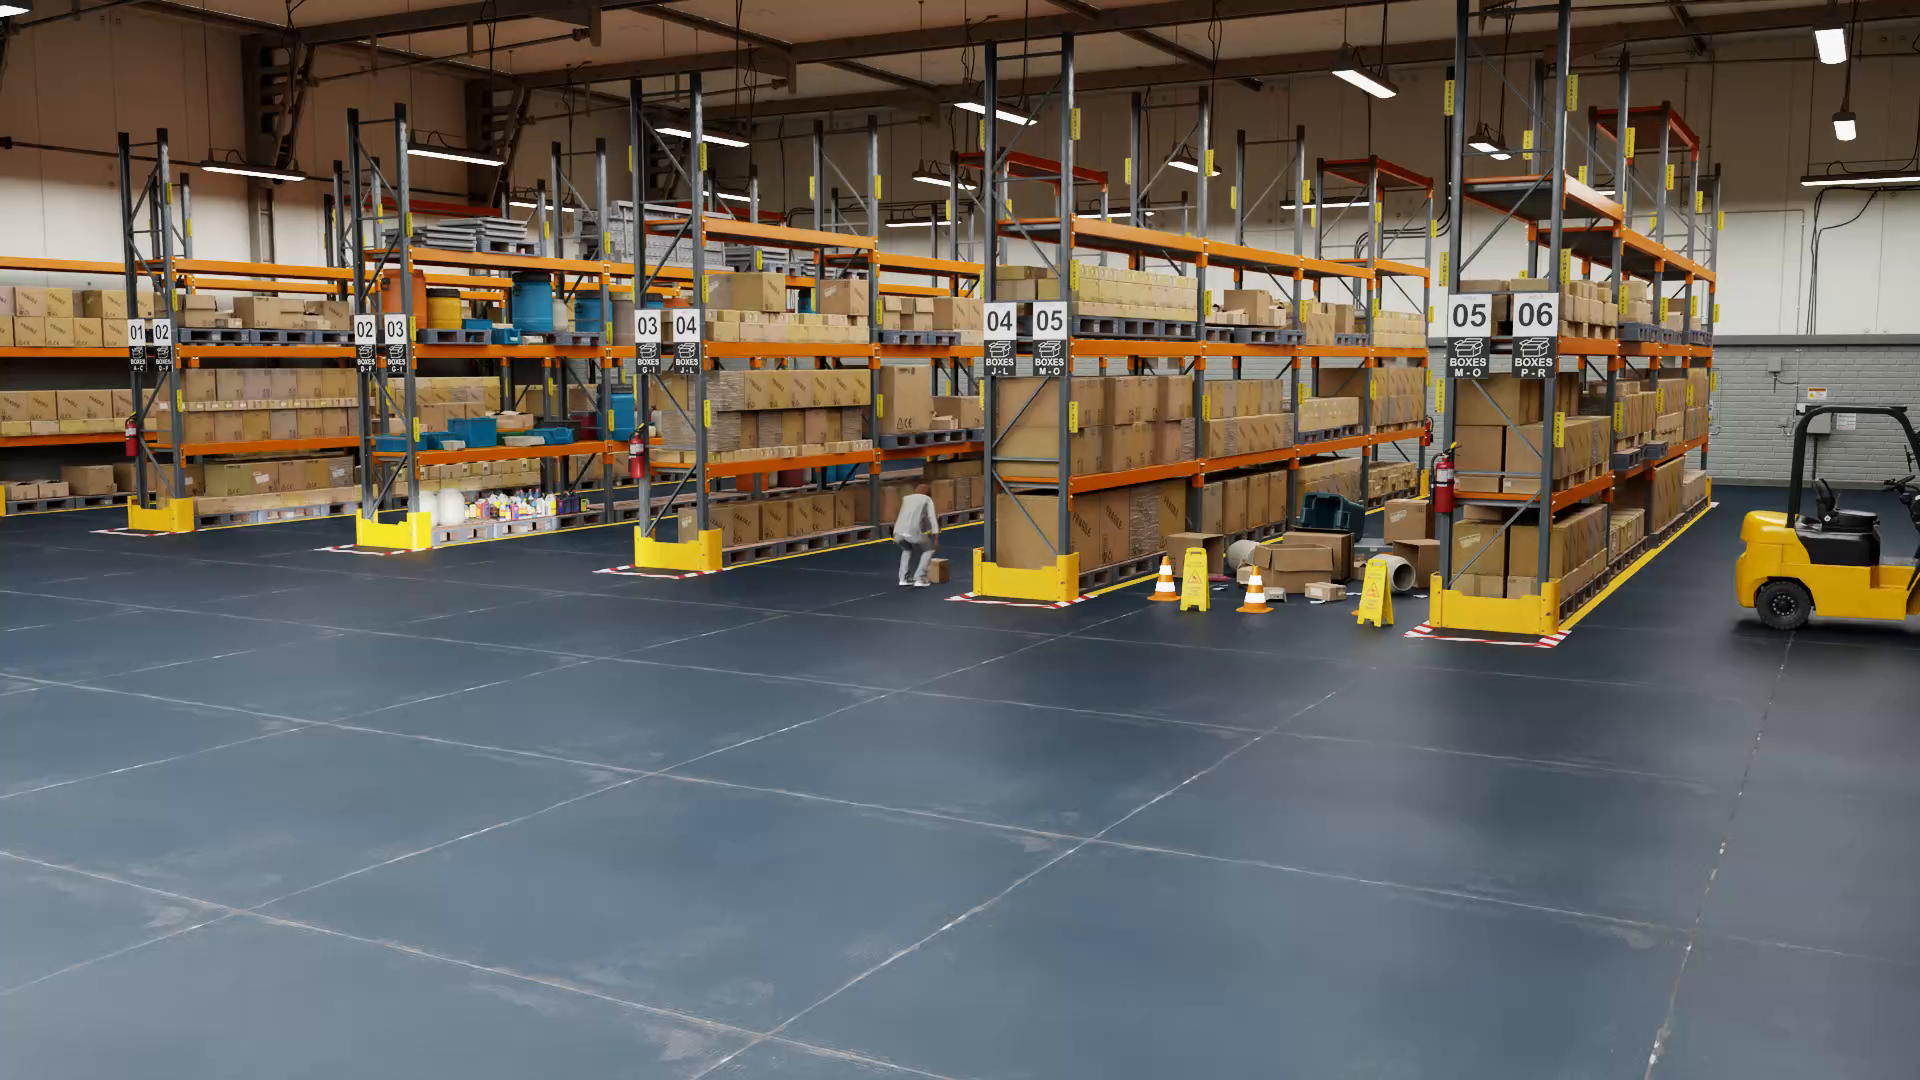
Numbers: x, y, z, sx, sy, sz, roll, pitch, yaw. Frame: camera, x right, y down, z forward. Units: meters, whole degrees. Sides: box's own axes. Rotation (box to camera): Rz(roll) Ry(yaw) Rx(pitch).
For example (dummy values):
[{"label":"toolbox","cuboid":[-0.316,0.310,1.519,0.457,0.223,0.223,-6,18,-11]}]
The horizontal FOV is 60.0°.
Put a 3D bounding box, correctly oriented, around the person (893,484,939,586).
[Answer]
[{"label":"person","cuboid":[-0.528,-0.045,19.133,0.461,1.140,0.725,3,7,29]}]
